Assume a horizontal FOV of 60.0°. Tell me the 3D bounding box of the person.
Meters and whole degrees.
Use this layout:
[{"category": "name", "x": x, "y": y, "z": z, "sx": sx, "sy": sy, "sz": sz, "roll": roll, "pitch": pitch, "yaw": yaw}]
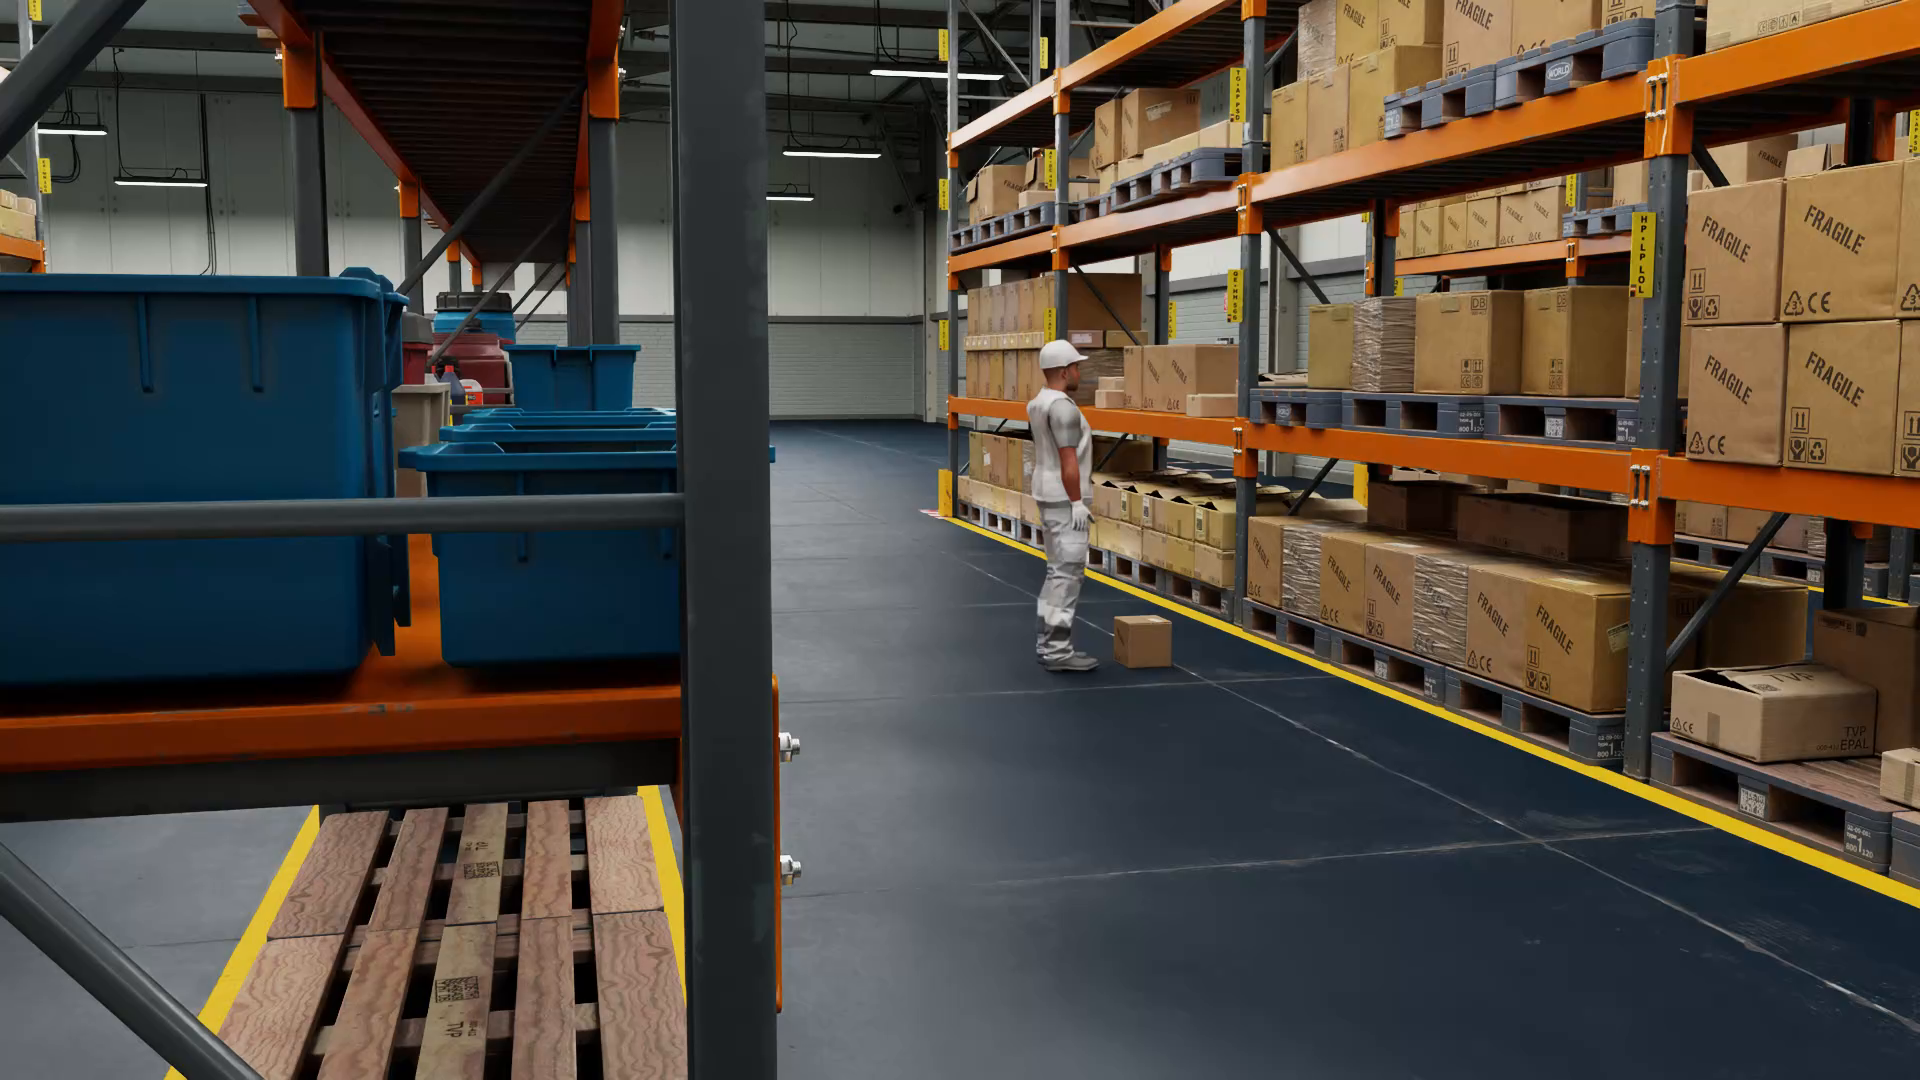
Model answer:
[{"category": "person", "x": 0.570, "y": -0.190, "z": 9.074, "sx": 0.361, "sy": 1.789, "sz": 0.526, "roll": -1, "pitch": 6, "yaw": -12}]
